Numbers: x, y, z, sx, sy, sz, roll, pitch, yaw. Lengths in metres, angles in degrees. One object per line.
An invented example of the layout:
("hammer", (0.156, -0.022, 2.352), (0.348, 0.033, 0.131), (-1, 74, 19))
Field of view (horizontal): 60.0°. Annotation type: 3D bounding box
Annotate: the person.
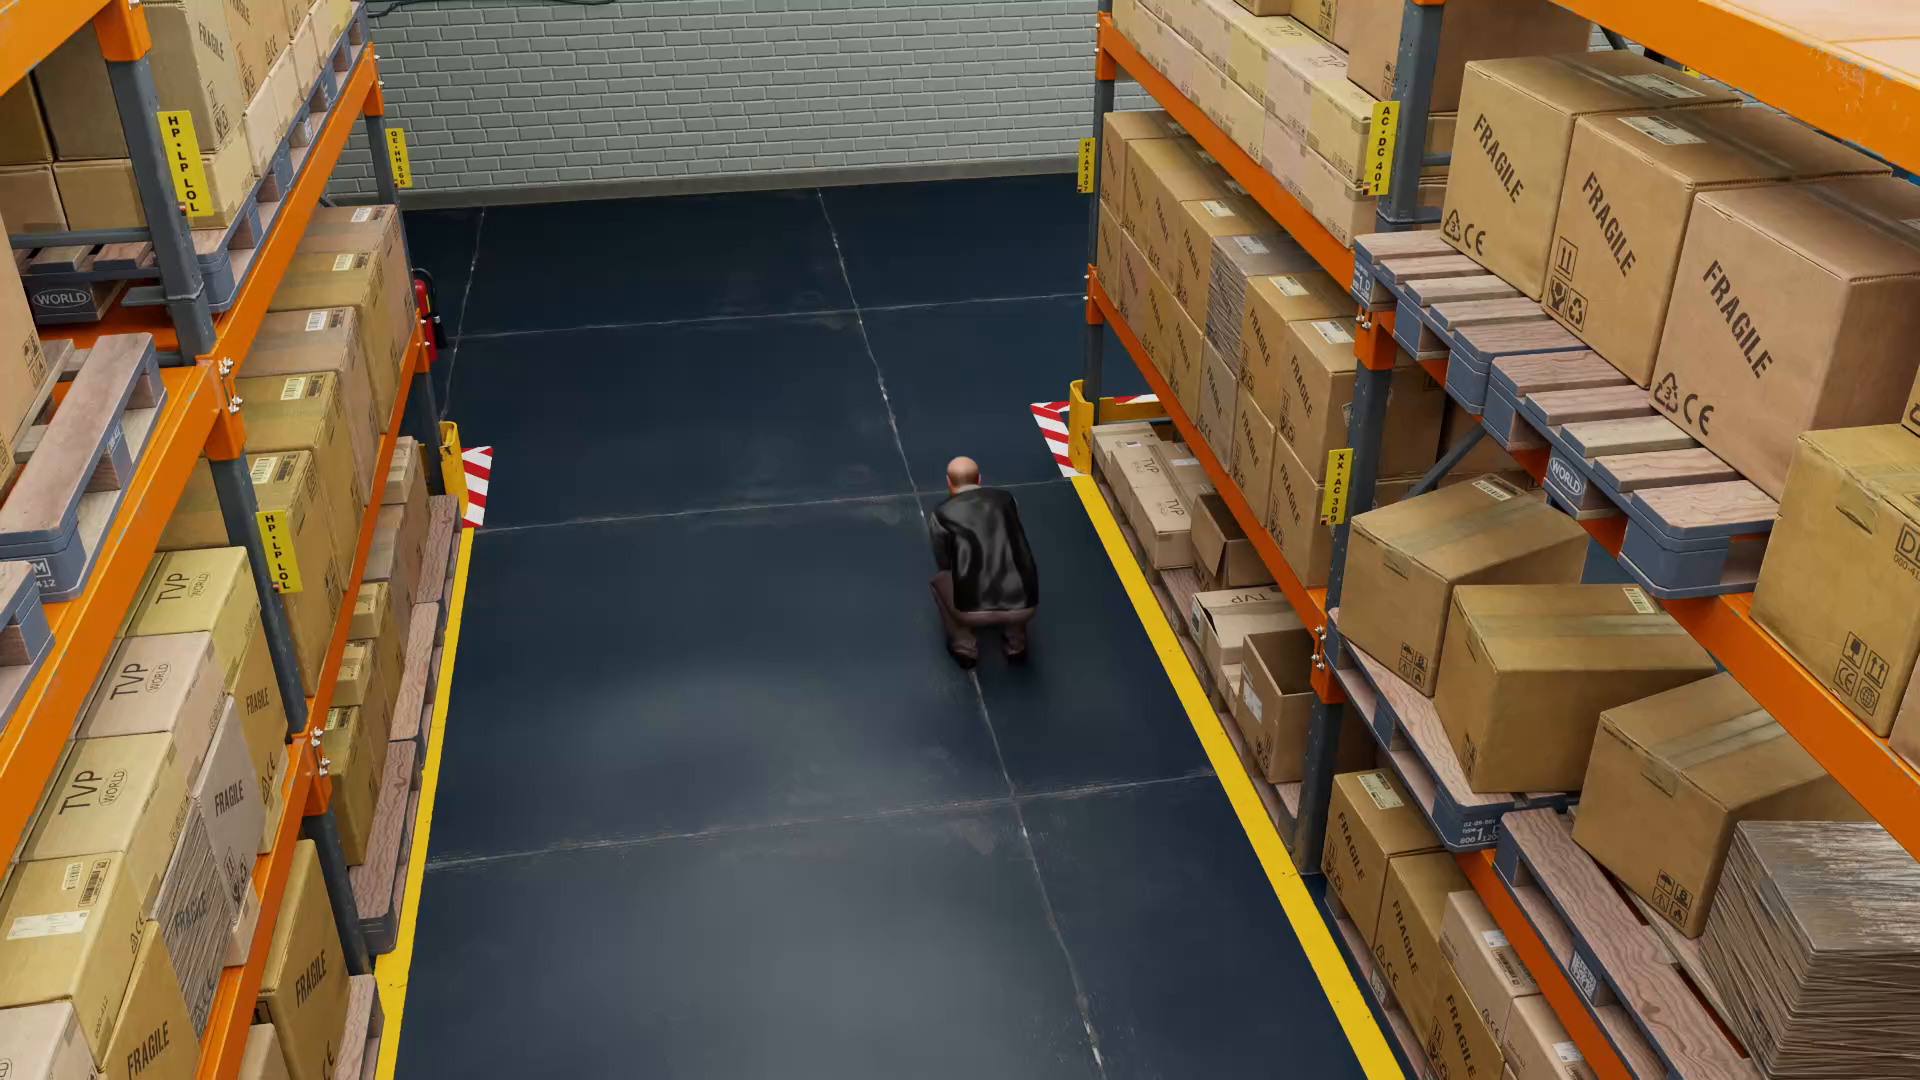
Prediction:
("person", (0.109, 0.113, 8.736), (0.524, 0.960, 0.861), (-6, 31, -10))
